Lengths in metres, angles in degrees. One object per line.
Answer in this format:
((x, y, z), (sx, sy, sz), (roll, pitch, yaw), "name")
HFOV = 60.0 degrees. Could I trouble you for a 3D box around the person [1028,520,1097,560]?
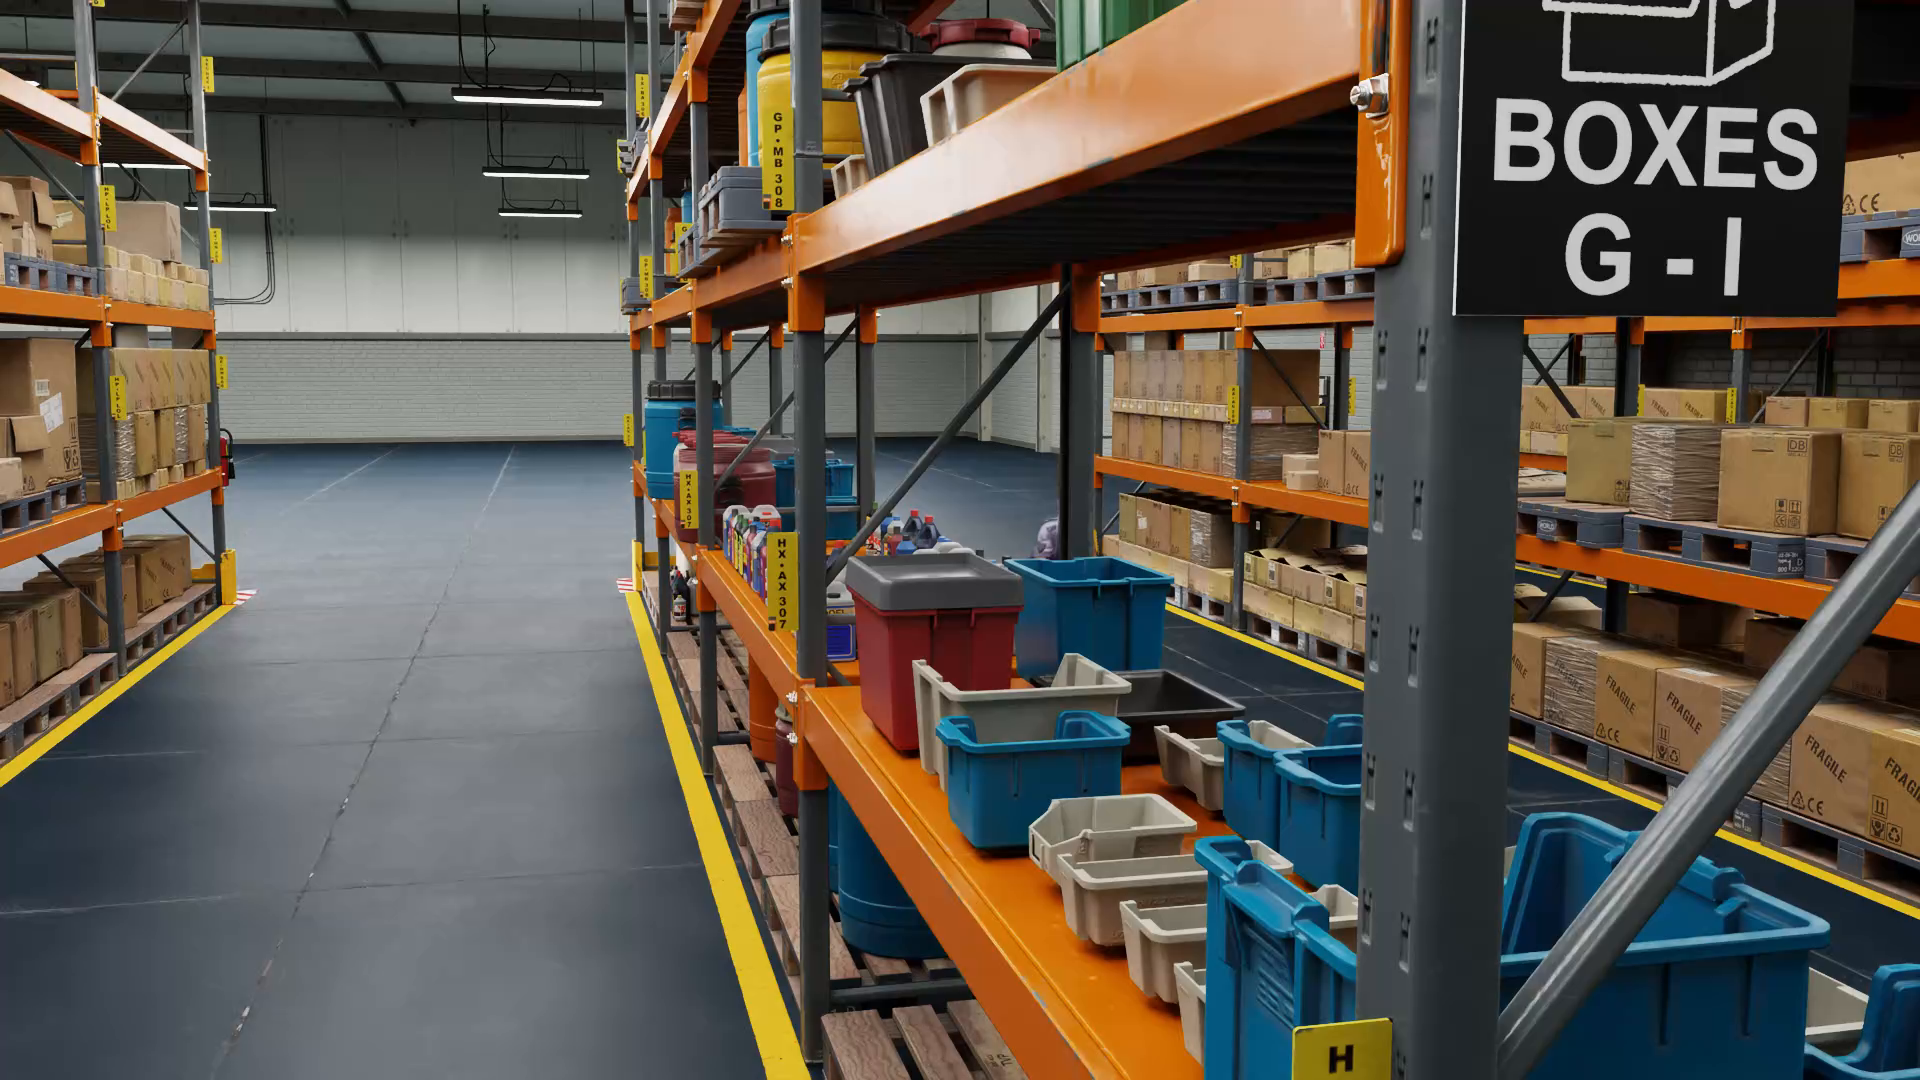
((0.826, 0.305, 13.565), (0.539, 1.198, 0.742), (-2, 6, -14), "person")
